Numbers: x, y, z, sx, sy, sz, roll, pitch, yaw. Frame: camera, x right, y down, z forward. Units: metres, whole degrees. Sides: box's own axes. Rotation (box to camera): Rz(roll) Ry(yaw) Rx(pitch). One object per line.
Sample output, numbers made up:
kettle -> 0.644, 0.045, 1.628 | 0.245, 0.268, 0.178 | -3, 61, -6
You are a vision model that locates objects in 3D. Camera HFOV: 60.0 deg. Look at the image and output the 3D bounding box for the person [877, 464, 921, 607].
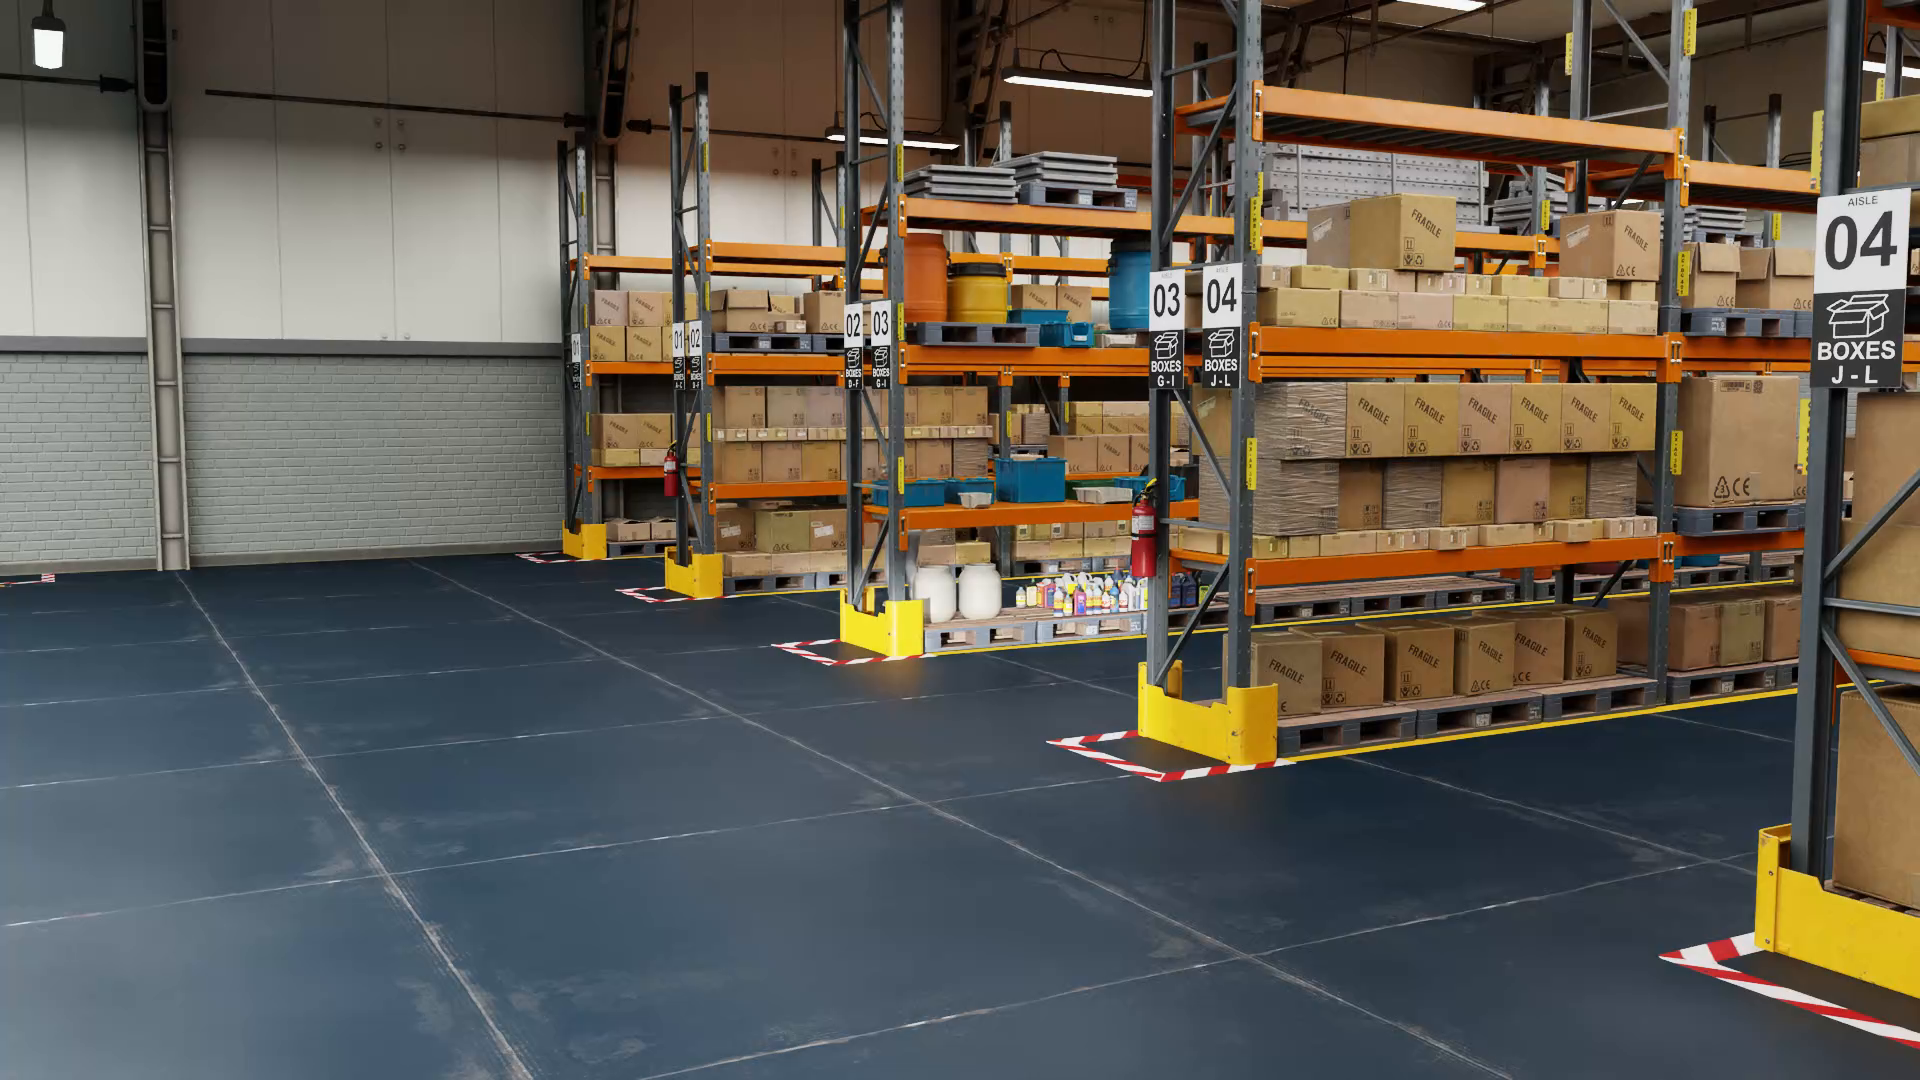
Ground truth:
person -> -0.688, -0.054, 18.531 | 0.411, 1.596, 0.573 | -3, 6, -30
